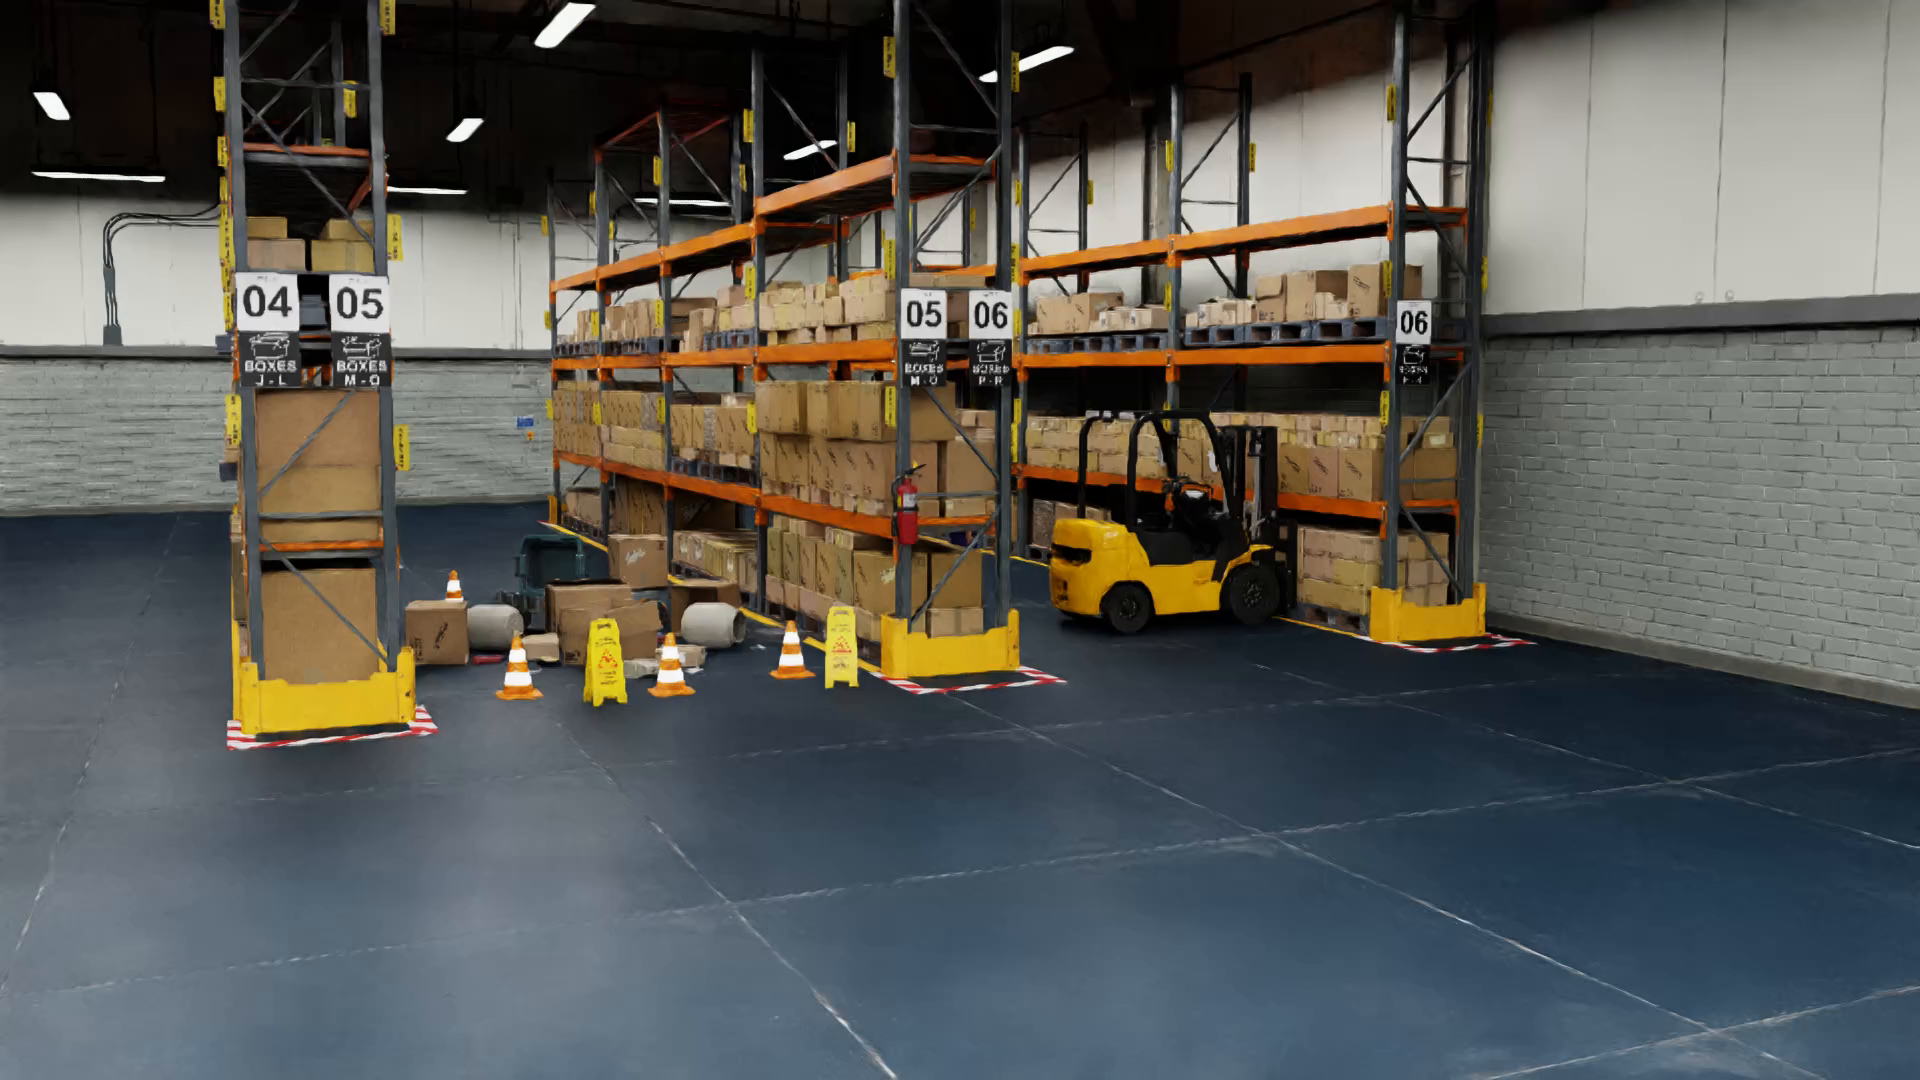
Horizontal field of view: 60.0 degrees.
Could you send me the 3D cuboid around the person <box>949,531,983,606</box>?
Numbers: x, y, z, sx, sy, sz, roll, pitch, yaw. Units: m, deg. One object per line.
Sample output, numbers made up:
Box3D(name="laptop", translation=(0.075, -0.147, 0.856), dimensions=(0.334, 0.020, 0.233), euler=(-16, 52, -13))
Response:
Box3D(name="person", translation=(0.056, -0.082, 17.712), dimensions=(0.376, 1.656, 0.600), euler=(0, 6, 4))
